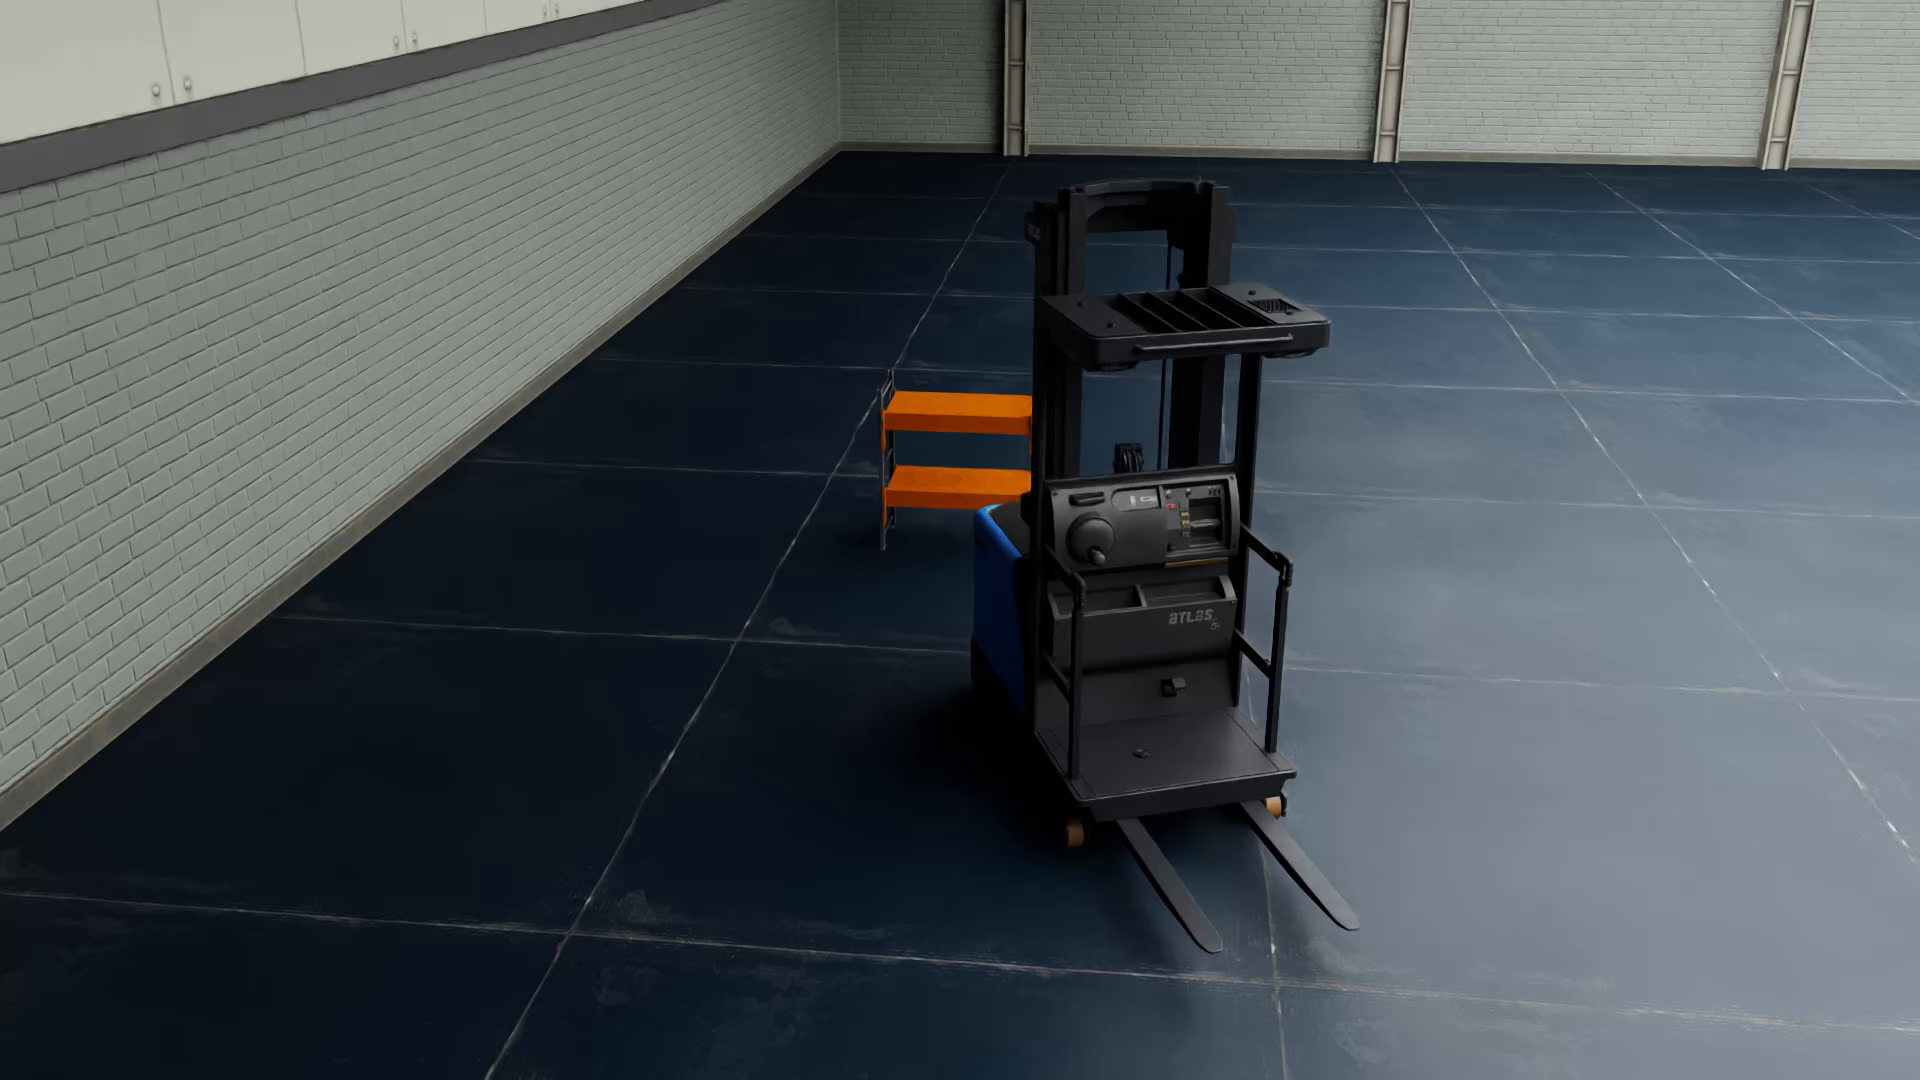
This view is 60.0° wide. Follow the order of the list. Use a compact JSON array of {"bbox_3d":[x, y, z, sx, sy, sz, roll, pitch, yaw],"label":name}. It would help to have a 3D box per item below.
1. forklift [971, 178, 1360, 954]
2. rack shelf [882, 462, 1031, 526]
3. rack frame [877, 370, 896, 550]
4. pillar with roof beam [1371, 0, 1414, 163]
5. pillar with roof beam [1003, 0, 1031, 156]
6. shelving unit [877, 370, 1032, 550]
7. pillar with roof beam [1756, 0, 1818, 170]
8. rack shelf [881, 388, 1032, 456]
[{"bbox_3d":[0.931,-0.073,7.638,1.130,2.935,3.031,-6,22,-14],"label":"forklift"},{"bbox_3d":[0.007,-0.295,11.322,1.000,0.278,0.538,2,22,6],"label":"rack shelf"},{"bbox_3d":[-0.498,-0.545,11.288,0.032,1.125,0.500,2,22,6],"label":"rack frame"},{"bbox_3d":[6.383,-8.758,21.354,0.400,9.000,9.100,2,22,6],"label":"pillar with roof beam"},{"bbox_3d":[0.425,-9.018,22.010,0.400,9.000,9.100,2,22,6],"label":"pillar with roof beam"},{"bbox_3d":[0.007,-0.523,11.232,1.048,1.125,0.538,2,22,6],"label":"shelving unit"},{"bbox_3d":[12.341,-8.499,20.697,0.400,9.000,9.100,2,22,6],"label":"pillar with roof beam"},{"bbox_3d":[0.007,-0.795,11.125,1.000,0.278,0.538,2,22,6],"label":"rack shelf"}]
